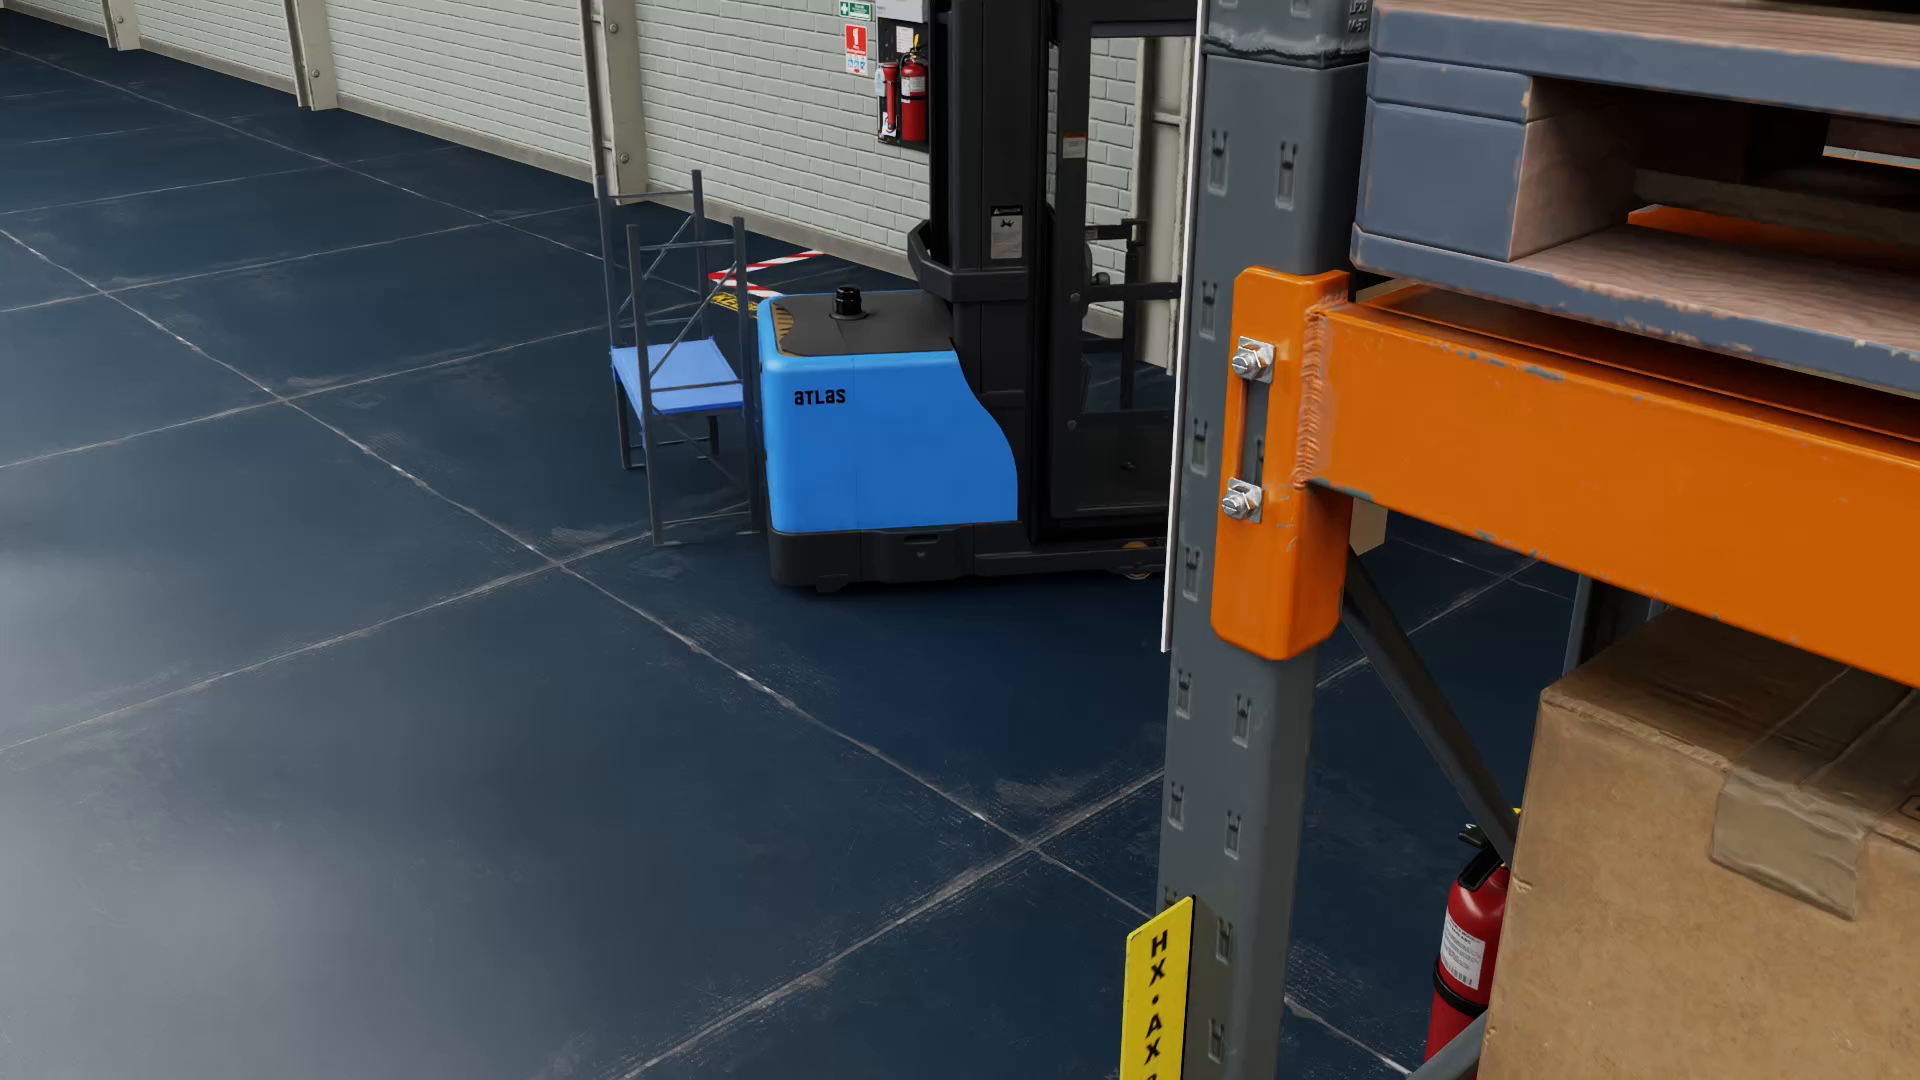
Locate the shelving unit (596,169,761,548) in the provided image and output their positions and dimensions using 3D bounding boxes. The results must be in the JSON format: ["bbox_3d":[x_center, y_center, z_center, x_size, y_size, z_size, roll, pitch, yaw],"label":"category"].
[{"bbox_3d":[-1.338,-0.886,7.884,0.538,1.500,1.048,-8,26,-17],"label":"shelving unit"}]

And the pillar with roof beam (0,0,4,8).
[{"bbox_3d":[-18.305,-11.221,21.504,9.100,9.000,0.400,-21,32,-38],"label":"pillar with roof beam"}]

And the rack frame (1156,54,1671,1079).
[{"bbox_3d":[0.619,0.816,2.347,1.000,3.000,0.127,-21,32,-38],"label":"rack frame"}]

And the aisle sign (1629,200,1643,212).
[{"bbox_3d":[0.789,-0.470,2.034,0.394,0.787,0.004,-21,32,-38],"label":"aisle sign"}]

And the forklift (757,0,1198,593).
[{"bbox_3d":[0.621,-1.372,7.226,3.031,2.935,1.130,-4,25,-8],"label":"forklift"}]

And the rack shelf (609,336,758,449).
[{"bbox_3d":[-1.338,-0.722,7.959,0.538,0.185,1.000,-8,26,-17],"label":"rack shelf"}]

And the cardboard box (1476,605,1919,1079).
[{"bbox_3d":[0.965,0.341,1.704,0.700,0.500,0.500,-21,32,-38],"label":"cardboard box"}]

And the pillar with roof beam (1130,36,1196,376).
[{"bbox_3d":[-1.901,-3.950,5.565,9.100,9.000,0.400,-21,32,-38],"label":"pillar with roof beam"}]

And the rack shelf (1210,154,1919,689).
[{"bbox_3d":[1.986,0.385,0.546,1.077,0.370,4.000,-21,32,-38],"label":"rack shelf"}]

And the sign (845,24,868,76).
[{"bbox_3d":[-0.722,-3.414,11.576,0.001,0.329,0.234,-21,32,-38],"label":"sign"}]

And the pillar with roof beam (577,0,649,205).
[{"bbox_3d":[-6.002,-5.767,9.550,9.100,9.000,0.400,-21,32,-38],"label":"pillar with roof beam"}]

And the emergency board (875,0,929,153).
[{"bbox_3d":[-0.419,-3.201,11.152,0.194,1.169,0.643,-21,32,-38],"label":"emergency board"}]

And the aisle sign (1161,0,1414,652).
[{"bbox_3d":[0.351,-0.300,1.661,0.394,0.787,0.004,-21,32,-38],"label":"aisle sign"}]

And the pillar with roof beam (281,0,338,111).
[{"bbox_3d":[-10.103,-7.585,13.535,9.100,9.000,0.400,-21,32,-38],"label":"pillar with roof beam"}]

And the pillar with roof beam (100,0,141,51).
[{"bbox_3d":[-14.204,-9.403,17.519,9.100,9.000,0.400,-21,32,-38],"label":"pillar with roof beam"}]

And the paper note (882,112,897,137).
[{"bbox_3d":[-0.490,-2.873,11.496,0.016,0.148,0.142,-21,32,-38],"label":"paper note"}]

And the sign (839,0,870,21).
[{"bbox_3d":[-0.725,-3.651,11.458,0.001,0.109,0.331,-21,32,-38],"label":"sign"}]

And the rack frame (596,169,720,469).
[{"bbox_3d":[-1.499,-1.086,8.323,0.500,1.500,0.032,-8,26,-17],"label":"rack frame"}]

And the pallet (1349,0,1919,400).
[{"bbox_3d":[1.084,-0.287,1.257,1.003,0.211,1.213,-21,32,-38],"label":"pallet"}]

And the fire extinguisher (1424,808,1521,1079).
[{"bbox_3d":[0.878,0.684,2.730,0.296,0.674,0.183,-21,32,-38],"label":"fire extinguisher"}]

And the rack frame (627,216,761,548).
[{"bbox_3d":[-1.177,-0.685,7.445,0.500,1.500,0.032,-8,26,-17],"label":"rack frame"}]

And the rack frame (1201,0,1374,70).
[{"bbox_3d":[0.619,-1.913,1.102,1.000,3.000,0.127,-21,32,-38],"label":"rack frame"}]

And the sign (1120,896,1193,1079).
[{"bbox_3d":[0.210,0.542,1.810,0.100,0.325,0.005,-21,32,-38],"label":"sign"}]
